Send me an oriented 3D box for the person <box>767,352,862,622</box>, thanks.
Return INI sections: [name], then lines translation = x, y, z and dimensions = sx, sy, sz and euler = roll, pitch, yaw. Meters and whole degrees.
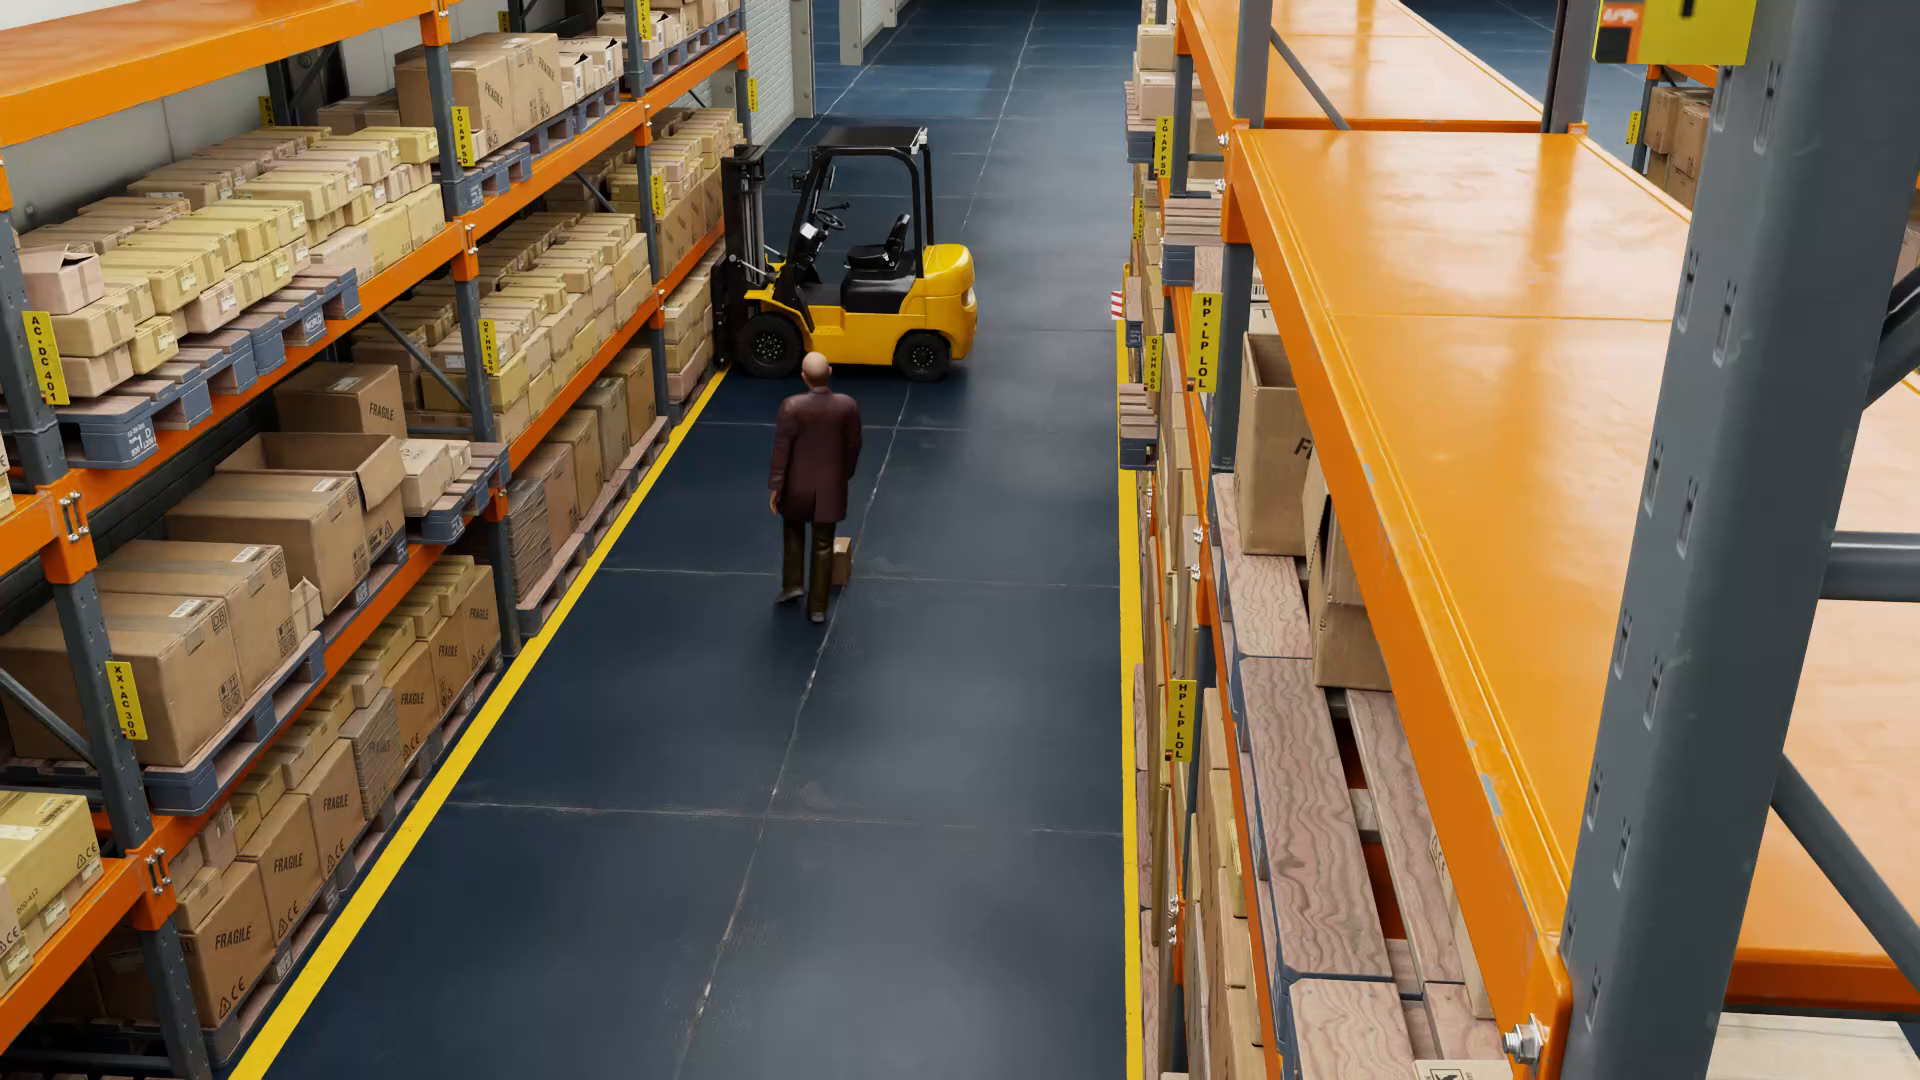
[person]
translation = -0.943, -0.330, 10.834
dimensions = 0.632, 1.861, 0.594
euler = -4, 24, -9
